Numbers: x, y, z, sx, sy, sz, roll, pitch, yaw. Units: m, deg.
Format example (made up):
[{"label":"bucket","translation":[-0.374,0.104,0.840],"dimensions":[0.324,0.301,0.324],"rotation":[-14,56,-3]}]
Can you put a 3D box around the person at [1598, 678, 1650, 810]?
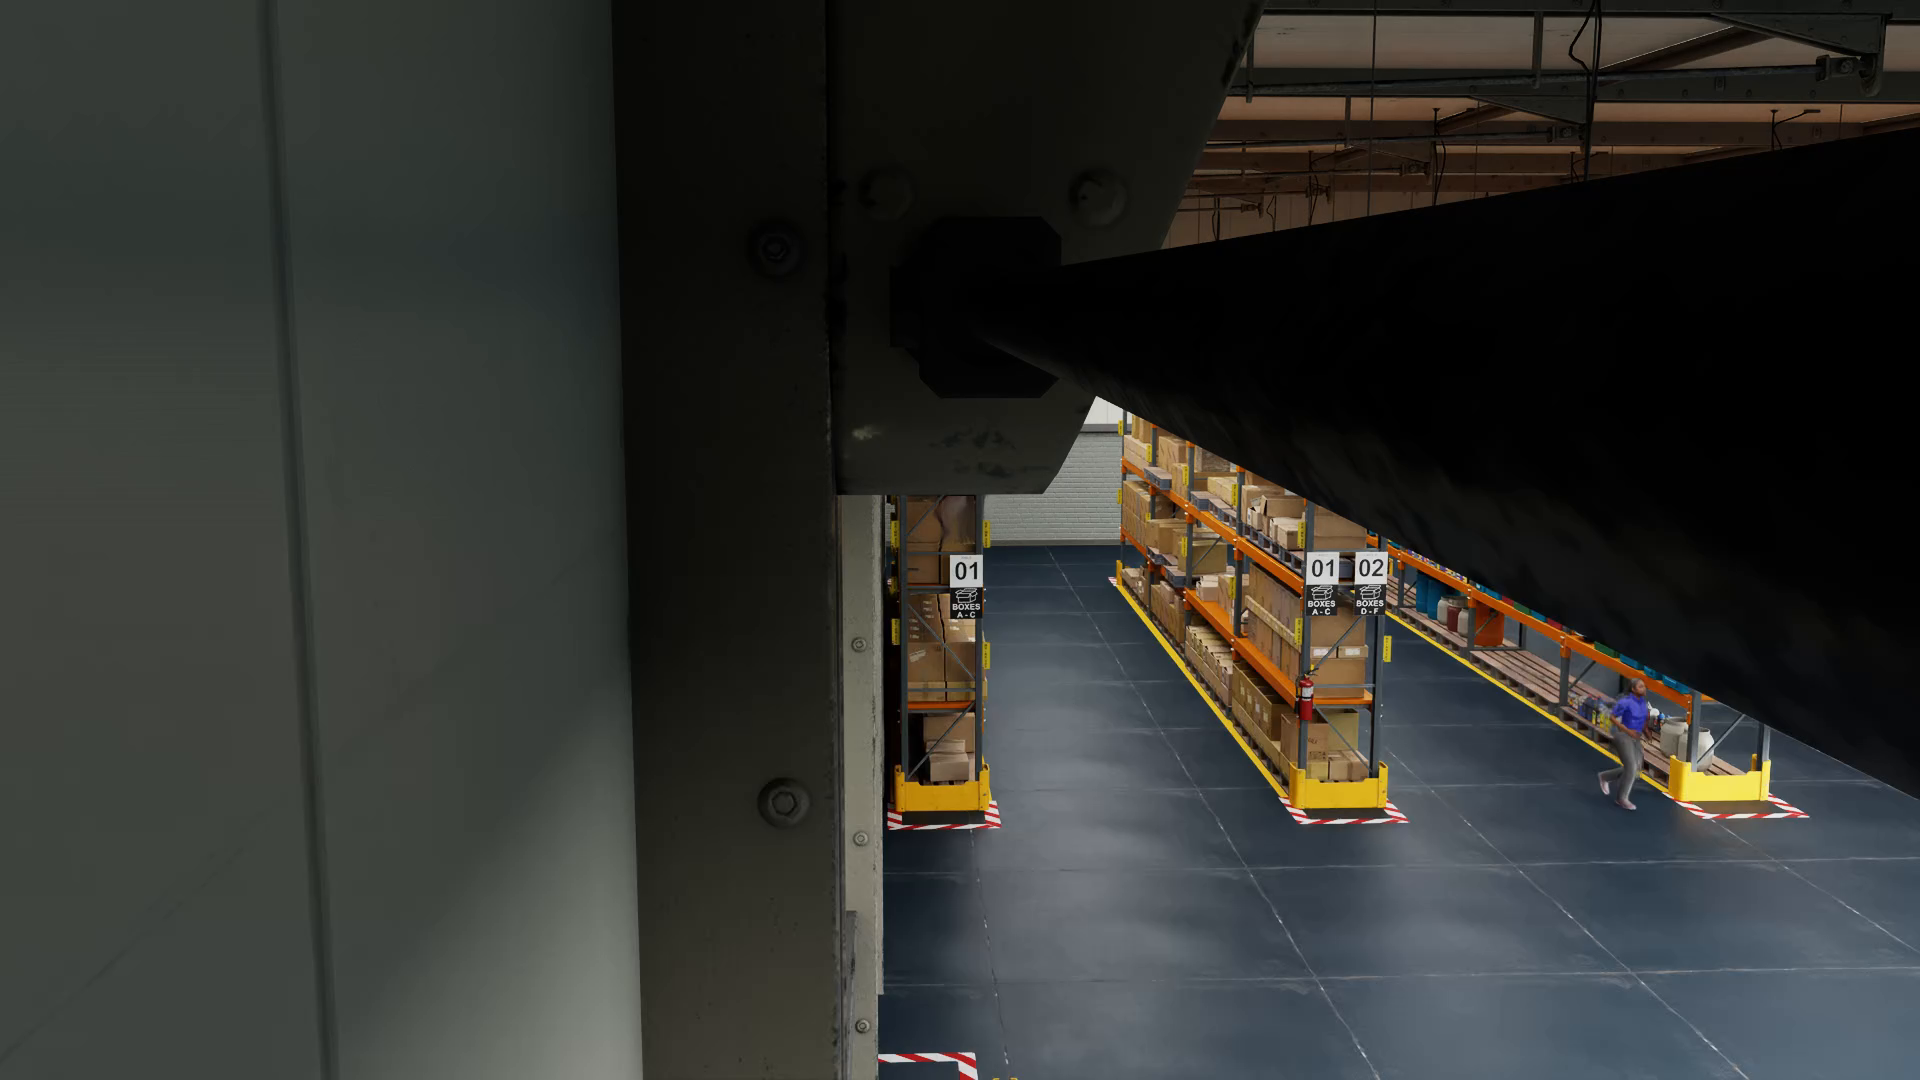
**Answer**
[{"label":"person","translation":[8.328,2.506,20.800],"dimensions":[0.612,1.611,0.626],"rotation":[-5,10,-30]}]
